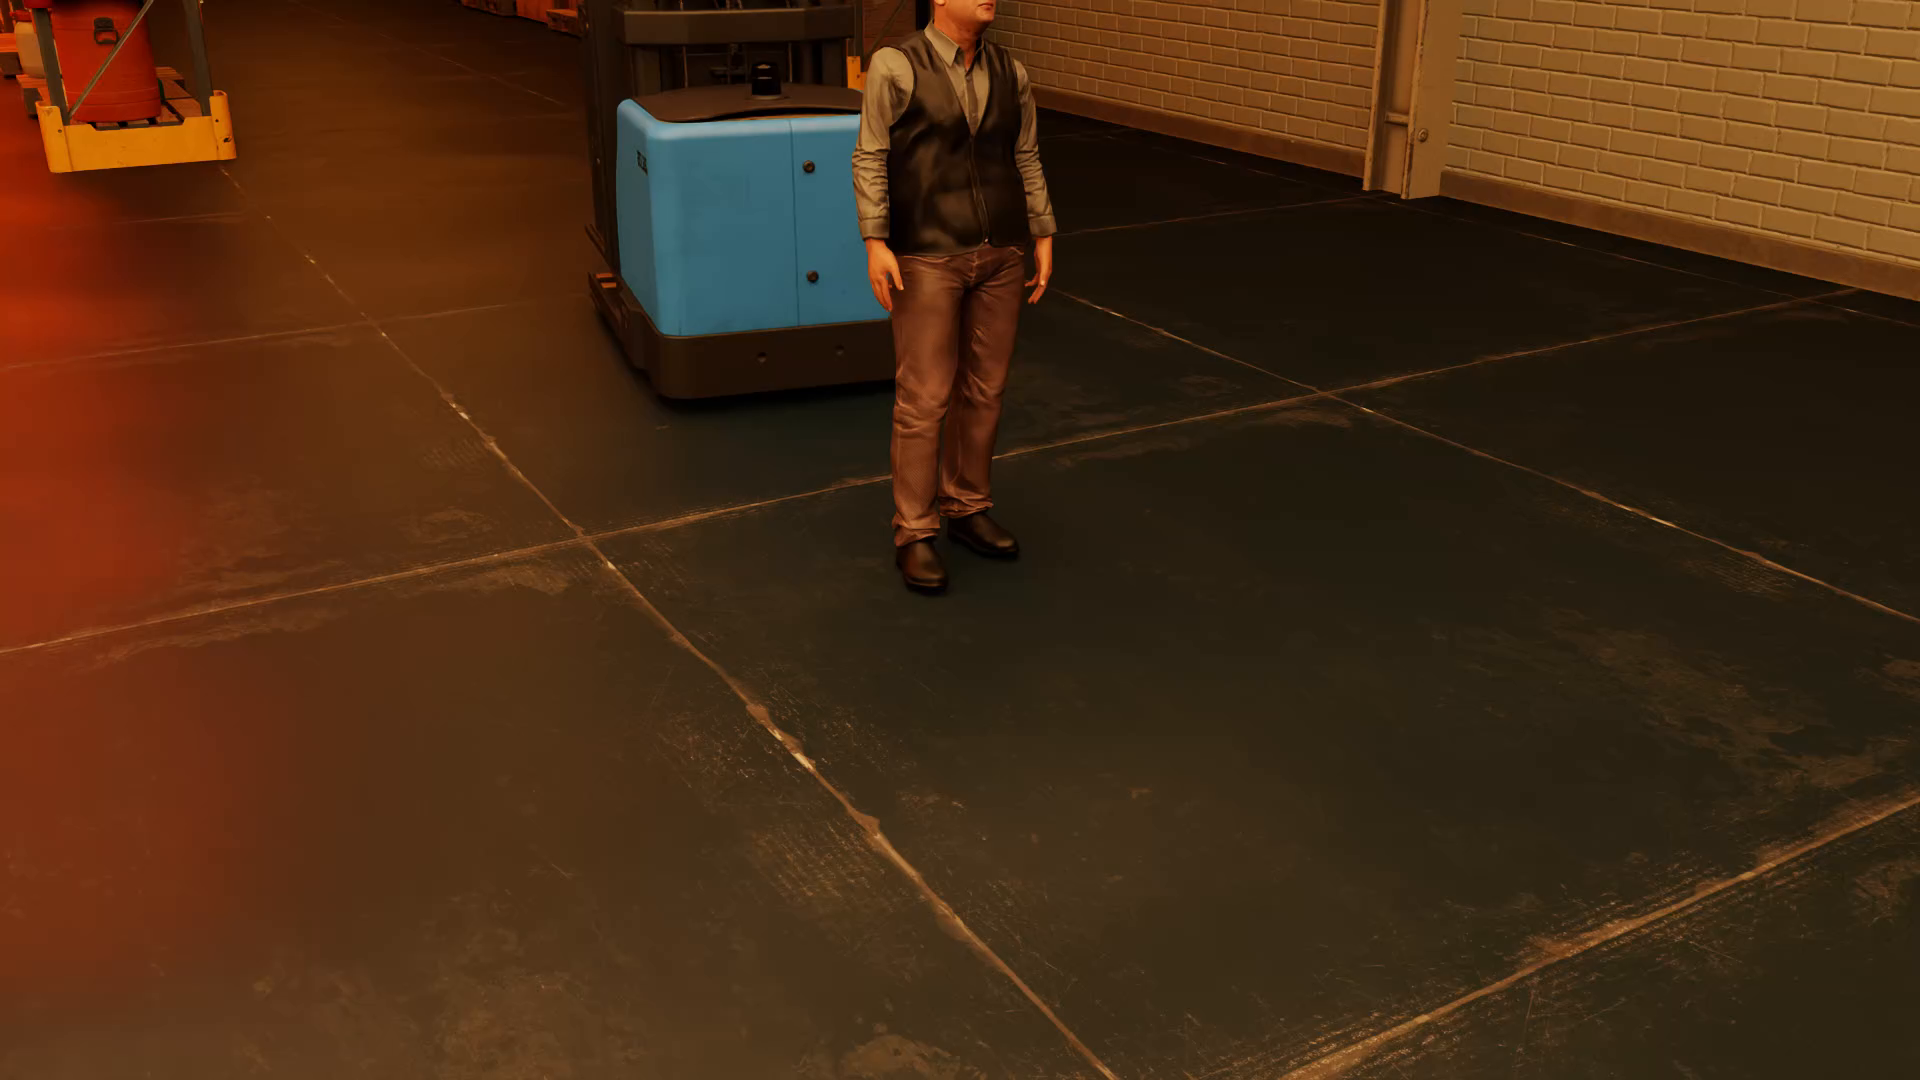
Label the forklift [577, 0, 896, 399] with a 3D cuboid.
[{"bbox_3d":[-1.100,-2.413,7.153,1.130,2.935,3.031,-7,23,-18],"label":"forklift"}]

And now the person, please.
[{"bbox_3d":[0.025,-0.781,4.751,0.634,1.722,0.566,-12,25,-28],"label":"person"}]
